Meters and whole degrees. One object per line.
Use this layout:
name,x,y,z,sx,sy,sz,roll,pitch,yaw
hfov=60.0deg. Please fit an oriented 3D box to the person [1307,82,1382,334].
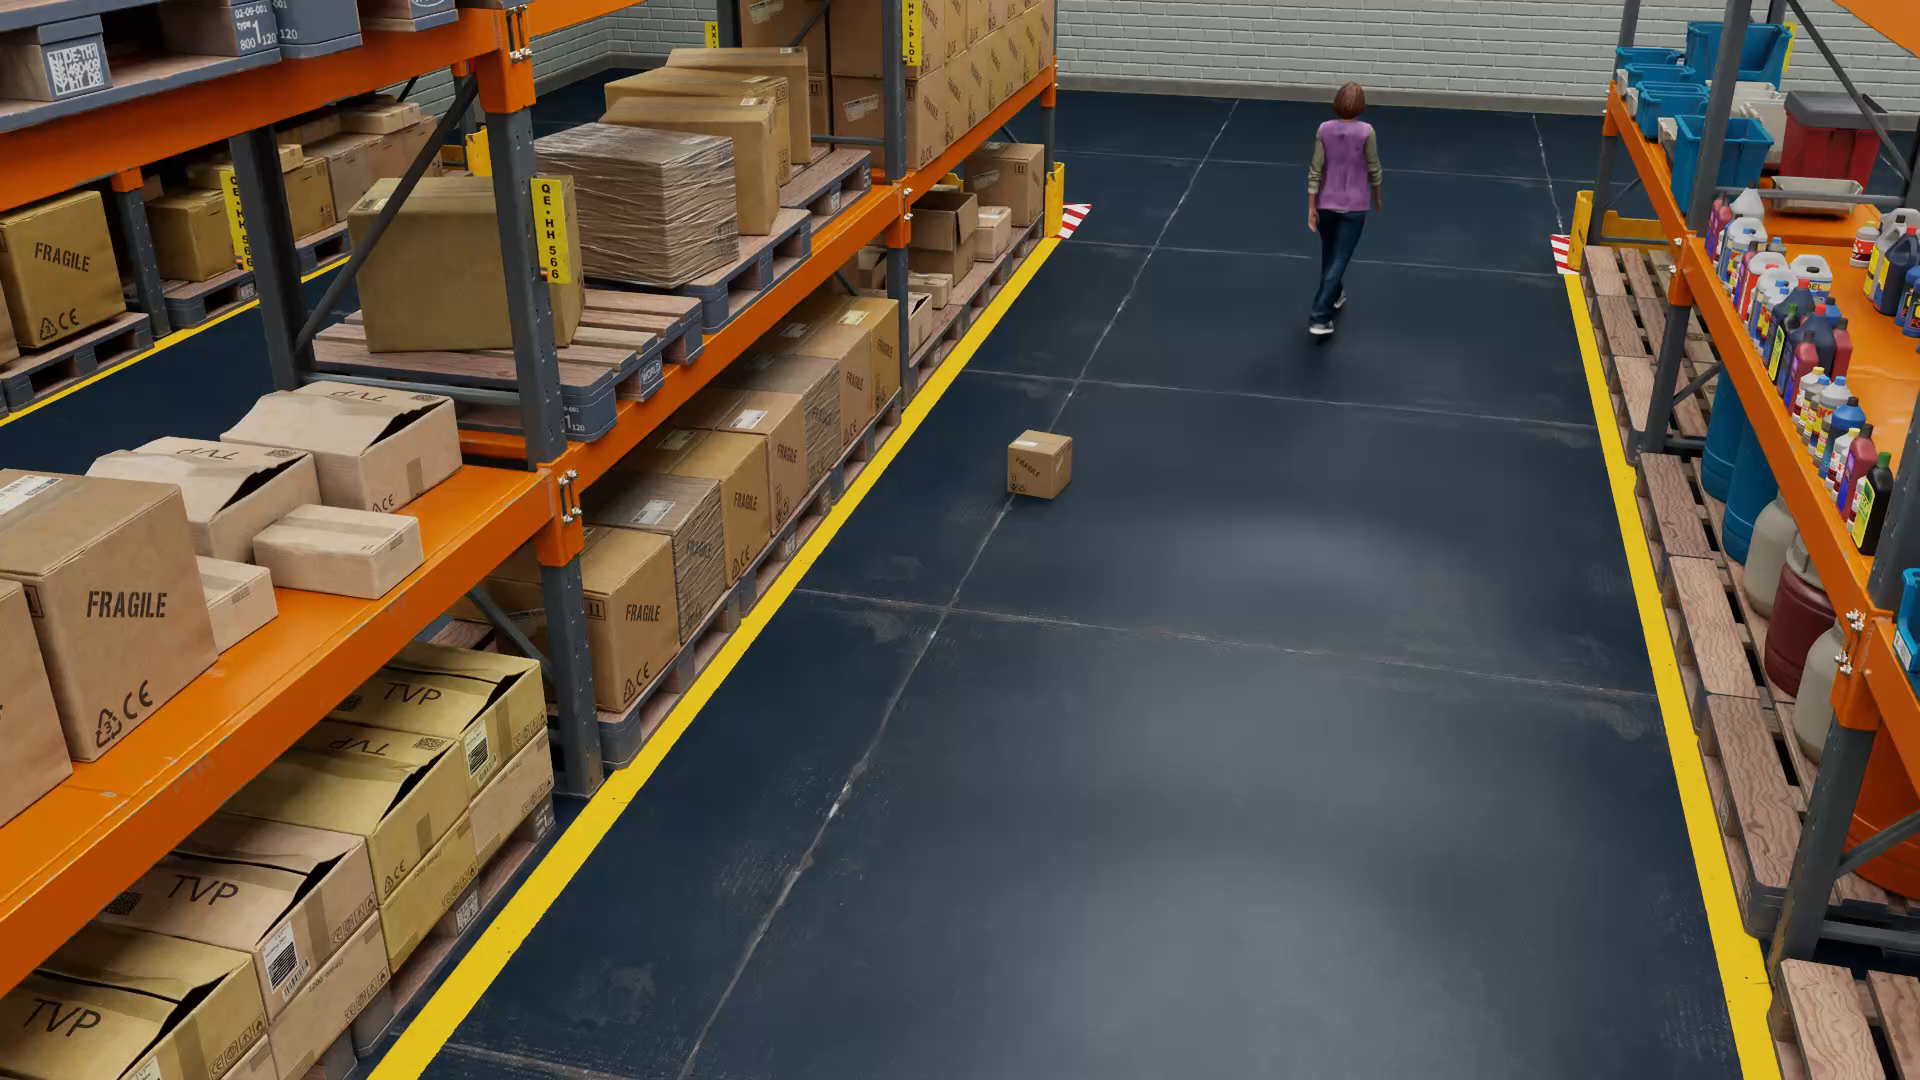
person,2.441,-2.126,10.533,0.410,1.521,0.938,15,29,28
